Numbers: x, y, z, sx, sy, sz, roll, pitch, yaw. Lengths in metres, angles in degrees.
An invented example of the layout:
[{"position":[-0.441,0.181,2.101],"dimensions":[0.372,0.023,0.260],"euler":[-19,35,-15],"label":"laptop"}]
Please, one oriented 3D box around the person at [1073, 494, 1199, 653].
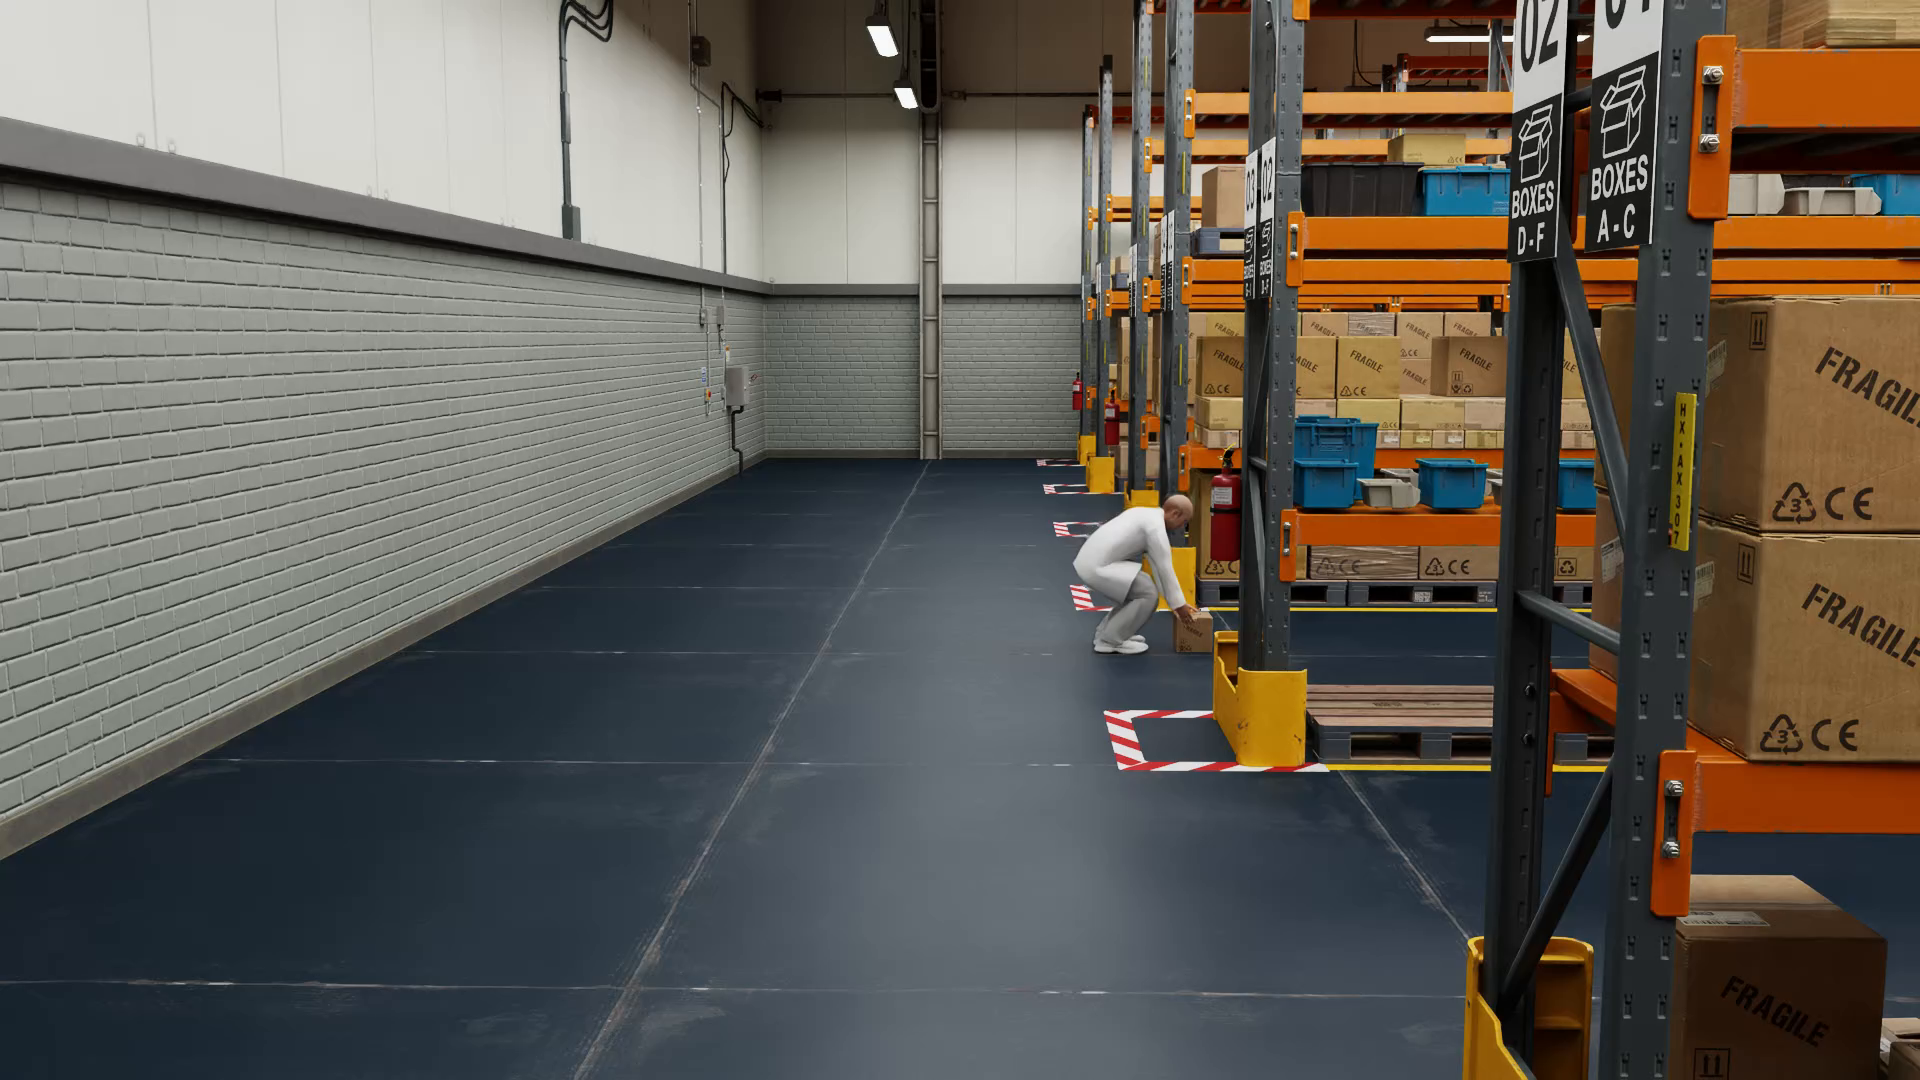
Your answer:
[{"position":[1.232,0.236,11.753],"dimensions":[0.867,1.081,0.617],"euler":[0,7,1],"label":"person"}]
